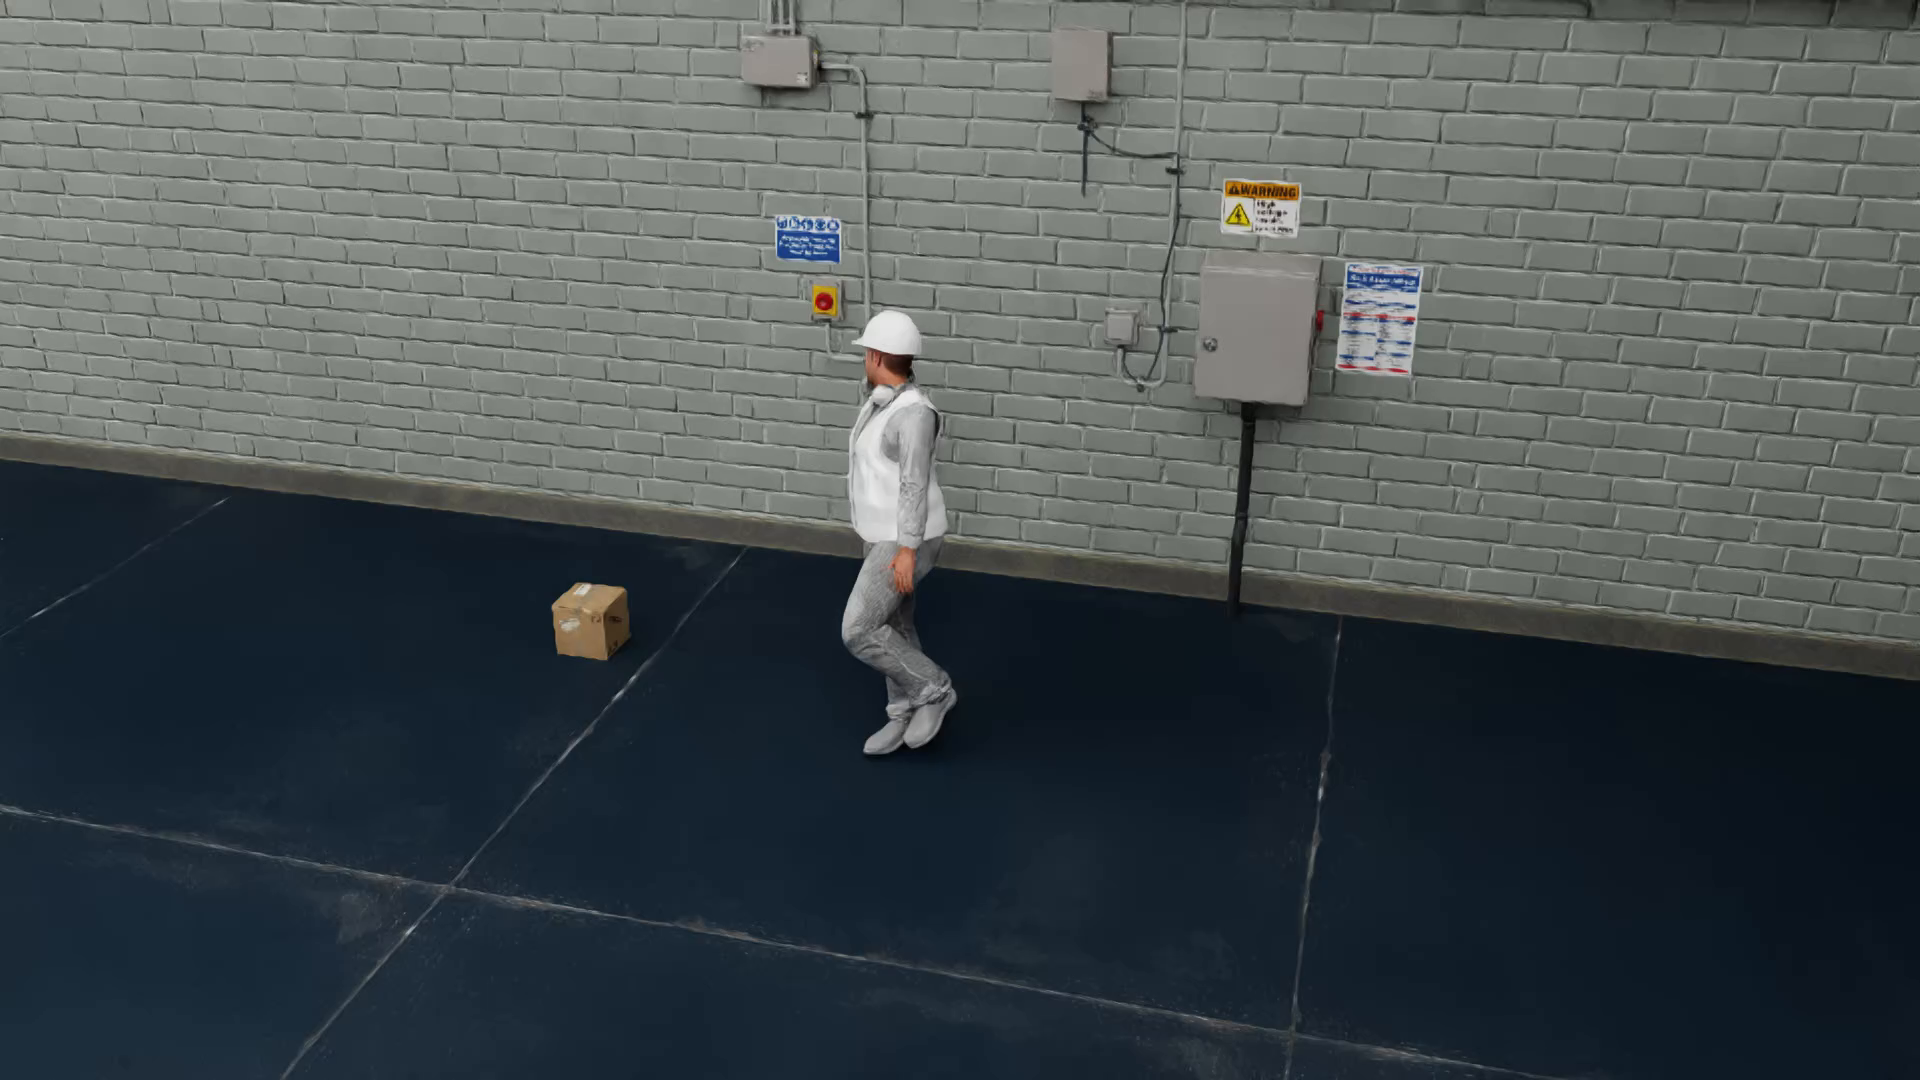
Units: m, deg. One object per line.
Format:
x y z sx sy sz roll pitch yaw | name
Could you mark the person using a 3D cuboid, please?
-0.294 -0.008 6.598 0.476 1.759 0.687 -9 27 -19 | person
